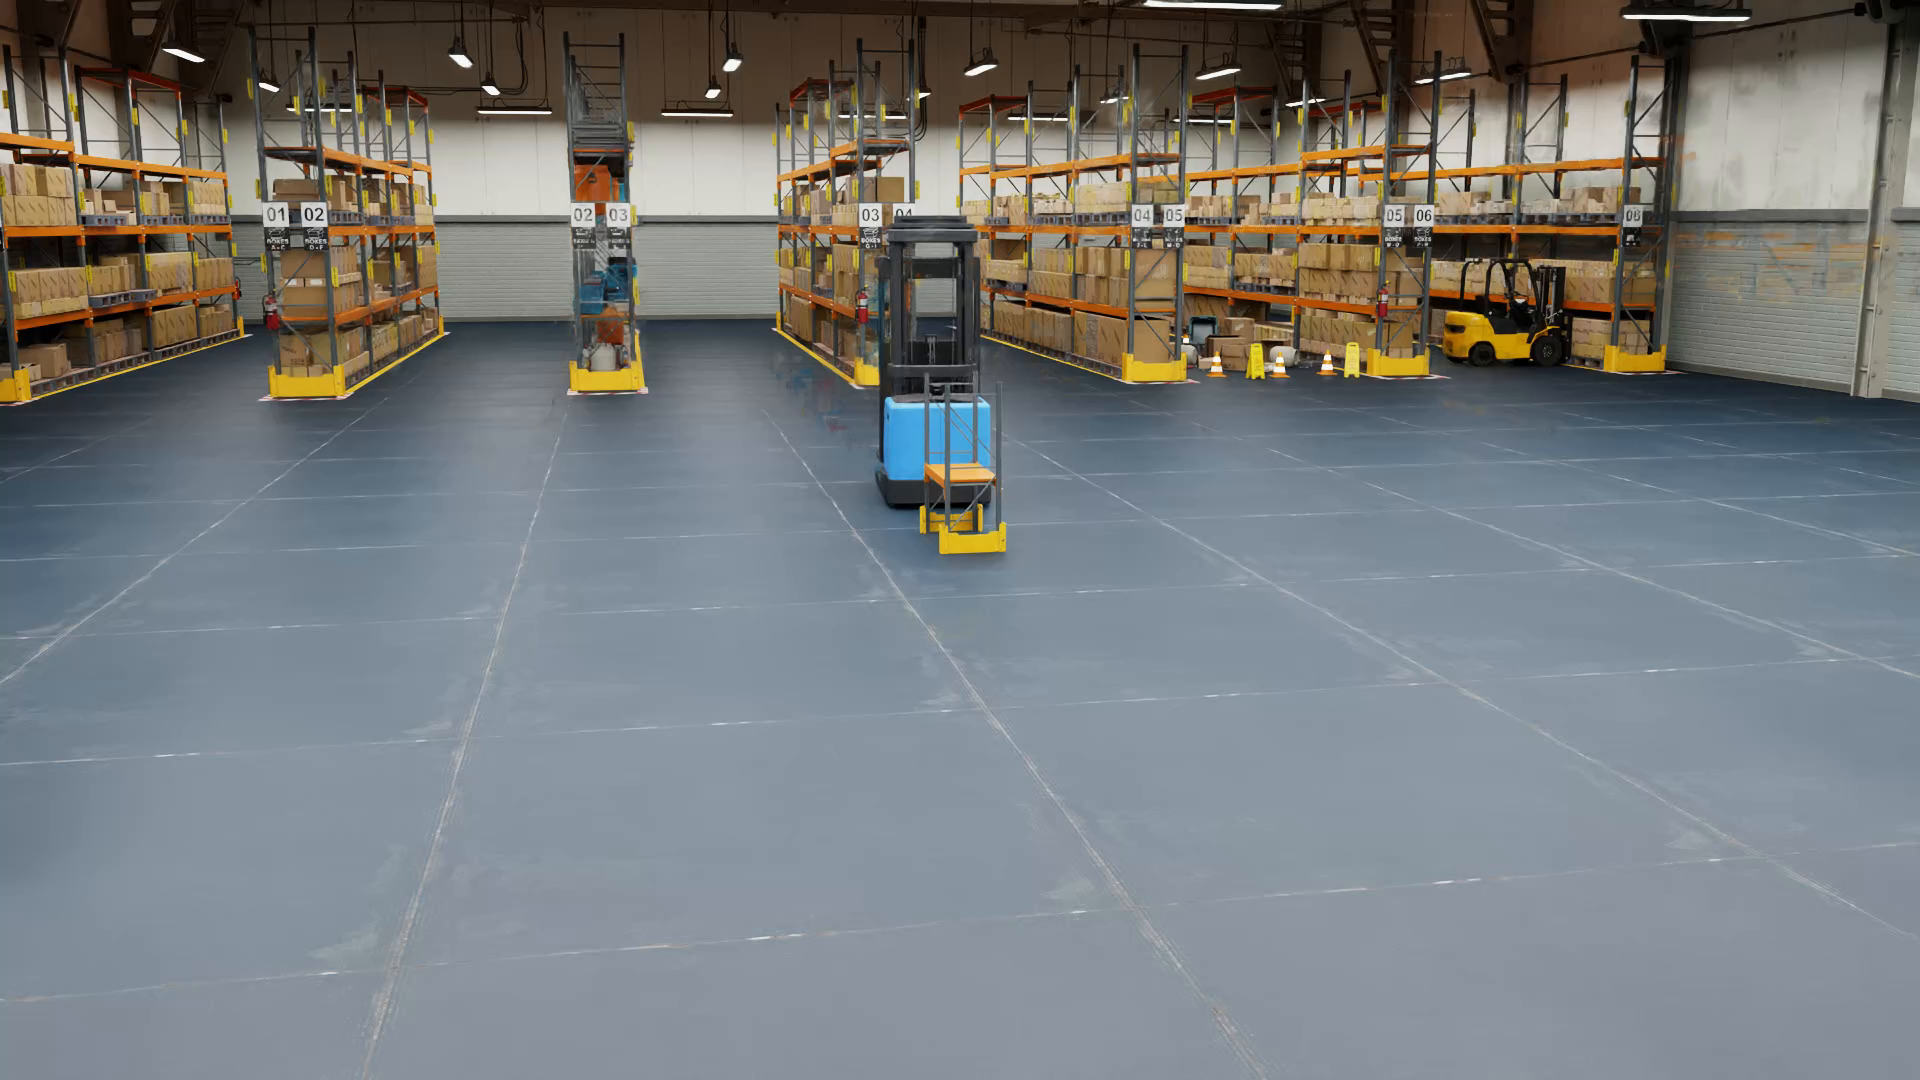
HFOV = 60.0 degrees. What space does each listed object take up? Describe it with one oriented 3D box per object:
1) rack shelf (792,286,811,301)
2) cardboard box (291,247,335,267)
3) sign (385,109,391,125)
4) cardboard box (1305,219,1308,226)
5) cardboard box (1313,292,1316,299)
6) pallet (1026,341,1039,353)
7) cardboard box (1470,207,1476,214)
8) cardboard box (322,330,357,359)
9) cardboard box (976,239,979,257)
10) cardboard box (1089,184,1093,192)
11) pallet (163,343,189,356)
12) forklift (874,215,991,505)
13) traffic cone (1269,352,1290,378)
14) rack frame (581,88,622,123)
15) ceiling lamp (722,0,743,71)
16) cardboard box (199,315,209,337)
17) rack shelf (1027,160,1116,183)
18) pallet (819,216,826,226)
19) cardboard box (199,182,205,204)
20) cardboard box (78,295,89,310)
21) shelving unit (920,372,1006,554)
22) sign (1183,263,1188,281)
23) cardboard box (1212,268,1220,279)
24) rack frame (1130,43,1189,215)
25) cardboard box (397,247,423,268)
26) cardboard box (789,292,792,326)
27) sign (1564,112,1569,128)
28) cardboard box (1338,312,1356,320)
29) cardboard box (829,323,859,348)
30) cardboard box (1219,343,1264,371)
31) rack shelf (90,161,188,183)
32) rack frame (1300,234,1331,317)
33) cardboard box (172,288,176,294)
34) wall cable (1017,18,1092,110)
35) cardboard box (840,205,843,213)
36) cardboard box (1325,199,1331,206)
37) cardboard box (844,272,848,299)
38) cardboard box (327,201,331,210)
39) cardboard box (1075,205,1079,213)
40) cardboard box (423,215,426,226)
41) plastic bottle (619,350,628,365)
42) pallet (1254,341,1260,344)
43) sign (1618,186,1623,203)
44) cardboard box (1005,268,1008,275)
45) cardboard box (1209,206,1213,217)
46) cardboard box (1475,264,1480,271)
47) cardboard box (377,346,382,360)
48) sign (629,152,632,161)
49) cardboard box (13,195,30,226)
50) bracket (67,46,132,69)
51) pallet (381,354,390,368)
[{"bbox_3d":[-3.239,-5.761,39.419,1.077,0.370,4.000,-2,11,-11],"label":"rack shelf"},{"bbox_3d":[-11.208,-4.799,28.705,0.700,0.500,0.500,-2,11,-12],"label":"cardboard box"},{"bbox_3d":[-12.024,-8.893,34.982,0.100,0.325,0.005,-2,11,-11],"label":"sign"},{"bbox_3d":[7.467,-6.658,34.856,0.380,0.149,0.250,-2,11,-12],"label":"cardboard box"},{"bbox_3d":[7.577,-5.089,34.639,0.380,0.149,0.250,-2,11,-11],"label":"cardboard box"},{"bbox_3d":[2.115,-4.392,37.762,1.003,0.211,1.213,-2,11,-11],"label":"pallet"},{"bbox_3d":[11.856,-7.493,37.855,0.380,0.149,0.250,-2,11,-12],"label":"cardboard box"},{"bbox_3d":[-11.187,-3.526,29.980,0.500,0.500,0.500,-2,11,-11],"label":"cardboard box"},{"bbox_3d":[0.709,-7.595,43.393,0.500,0.500,0.500,-2,11,-10],"label":"cardboard box"},{"bbox_3d":[2.751,-6.907,32.643,0.380,0.149,0.250,-2,11,-10],"label":"cardboard box"},{"bbox_3d":[-17.739,-4.208,36.794,1.003,0.211,1.213,-2,11,-11],"label":"pallet"},{"bbox_3d":[-0.355,-2.025,18.048,1.130,2.935,3.031,-1,11,-6],"label":"forklift"},{"bbox_3d":[6.055,-3.324,31.475,0.336,0.463,0.334,-2,11,-11],"label":"traffic cone"},{"bbox_3d":[-8.486,-9.248,39.772,1.000,3.000,0.127,-2,11,-11],"label":"rack frame"},{"bbox_3d":[-4.158,-10.726,31.923,0.800,3.185,2.000,-2,11,-11],"label":"ceiling lamp"},{"bbox_3d":[-18.249,-5.060,39.375,0.700,0.500,0.500,-2,11,-10],"label":"cardboard box"},{"bbox_3d":[2.424,-7.940,35.892,1.077,0.370,4.000,-2,11,-11],"label":"rack shelf"},{"bbox_3d":[-2.292,-6.702,34.922,1.213,0.211,1.003,-2,11,-11],"label":"pallet"},{"bbox_3d":[-18.173,-8.199,39.290,0.500,0.500,0.500,-2,11,-12],"label":"cardboard box"},{"bbox_3d":[-16.258,-4.334,30.345,0.500,0.250,0.500,-2,11,-11],"label":"cardboard box"},{"bbox_3d":[0.015,-0.723,15.036,0.587,1.500,1.083,-2,11,-11],"label":"shelving unit"},{"bbox_3d":[4.137,-4.925,30.578,0.100,0.325,0.005,-2,11,-11],"label":"sign"},{"bbox_3d":[6.424,-6.453,40.197,0.500,0.250,0.500,-2,11,-12],"label":"cardboard box"},{"bbox_3d":[3.591,-7.389,30.005,1.000,3.000,0.127,-2,11,-11],"label":"rack frame"},{"bbox_3d":[-13.161,-6.759,39.795,0.500,0.500,0.500,-2,11,-10],"label":"cardboard box"},{"bbox_3d":[-4.026,-6.096,43.815,0.875,0.875,0.875,-2,11,-11],"label":"cardboard box"},{"bbox_3d":[13.066,-9.055,35.835,0.100,0.325,0.005,-2,11,-11],"label":"sign"},{"bbox_3d":[7.783,-4.480,33.257,0.380,0.149,0.250,-2,11,-9],"label":"cardboard box"},{"bbox_3d":[-2.462,-4.409,35.899,0.700,0.500,0.500,-1,11,-6],"label":"cardboard box"},{"bbox_3d":[5.602,-3.644,33.052,0.637,0.503,0.797,9,14,38],"label":"cardboard box"},{"bbox_3d":[-17.815,-7.971,36.057,1.077,0.370,4.000,-2,11,-11],"label":"rack shelf"},{"bbox_3d":[10.183,-7.756,47.979,1.000,3.000,0.127,-2,11,-11],"label":"rack frame"},{"bbox_3d":[-17.656,-5.541,36.957,0.380,0.149,0.250,-2,11,-13],"label":"cardboard box"},{"bbox_3d":[2.905,-14.758,51.074,2.355,3.000,0.029,-2,11,-11],"label":"wall cable"},{"bbox_3d":[-2.104,-6.347,31.884,0.380,0.149,0.250,-2,11,-12],"label":"cardboard box"},{"bbox_3d":[7.635,-6.858,33.778,0.380,0.149,0.250,-2,11,-13],"label":"cardboard box"},{"bbox_3d":[-1.729,-4.850,31.647,0.875,0.500,0.500,-2,11,-11],"label":"cardboard box"},{"bbox_3d":[-11.067,-5.768,28.685,0.380,0.149,0.250,-2,11,-11],"label":"cardboard box"},{"bbox_3d":[2.551,-6.702,33.699,0.380,0.149,0.250,-2,11,-12],"label":"cardboard box"},{"bbox_3d":[-13.487,-7.895,41.085,0.500,0.250,0.500,-2,11,-11],"label":"cardboard box"},{"bbox_3d":[-6.394,-3.480,31.619,0.152,0.276,0.135,-2,11,-10],"label":"plastic bottle"},{"bbox_3d":[7.256,-4.371,37.653,1.003,0.211,1.213,-2,11,-11],"label":"pallet"},{"bbox_3d":[12.760,-6.674,32.115,0.100,0.325,0.005,-2,11,-11],"label":"sign"},{"bbox_3d":[1.291,-6.401,39.612,0.380,0.149,0.250,-2,11,-11],"label":"cardboard box"},{"bbox_3d":[6.260,-7.962,40.271,0.396,0.266,0.258,-2,11,-12],"label":"cardboard box"},{"bbox_3d":[11.956,-6.211,37.858,0.380,0.149,0.250,-2,11,-11],"label":"cardboard box"},{"bbox_3d":[-11.723,-3.687,32.828,0.500,0.250,0.500,-2,11,-10],"label":"cardboard box"},{"bbox_3d":[-7.170,-8.377,36.060,0.100,0.325,0.005,-2,11,-11],"label":"sign"},{"bbox_3d":[-15.759,-5.443,27.479,0.500,0.500,0.500,-1,11,-7],"label":"cardboard box"},{"bbox_3d":[-18.255,-10.214,35.221,0.076,0.066,4.783,-2,11,-11],"label":"bracket"},{"bbox_3d":[-12.212,-3.642,33.823,1.003,0.211,1.213,-2,11,-11],"label":"pallet"}]
